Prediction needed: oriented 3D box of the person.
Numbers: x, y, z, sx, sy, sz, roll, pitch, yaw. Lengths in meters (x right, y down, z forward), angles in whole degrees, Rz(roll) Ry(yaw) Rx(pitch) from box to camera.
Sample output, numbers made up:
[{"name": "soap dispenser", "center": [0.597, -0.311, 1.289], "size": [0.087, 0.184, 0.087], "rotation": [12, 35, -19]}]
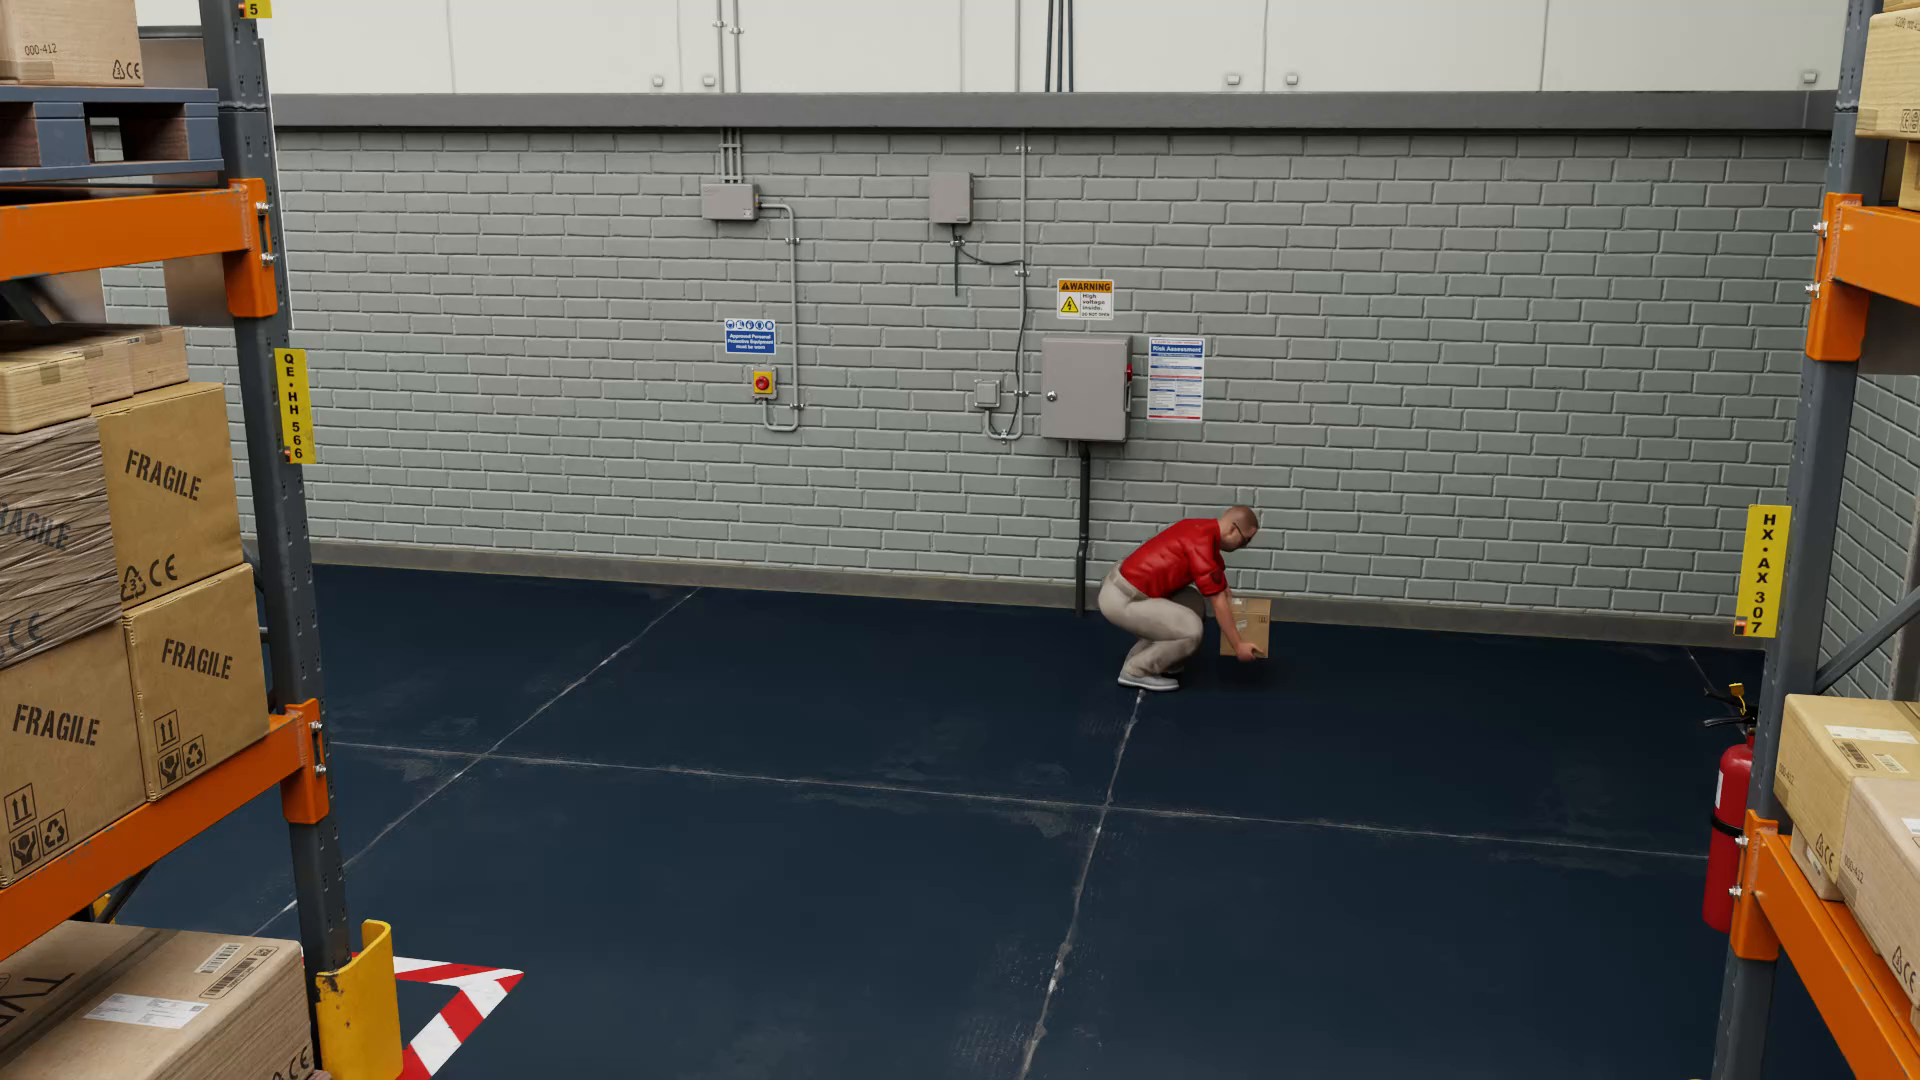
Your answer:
[{"name": "person", "center": [1.193, 0.298, 8.923], "size": [0.891, 0.977, 0.533], "rotation": [3, 15, 10]}]
